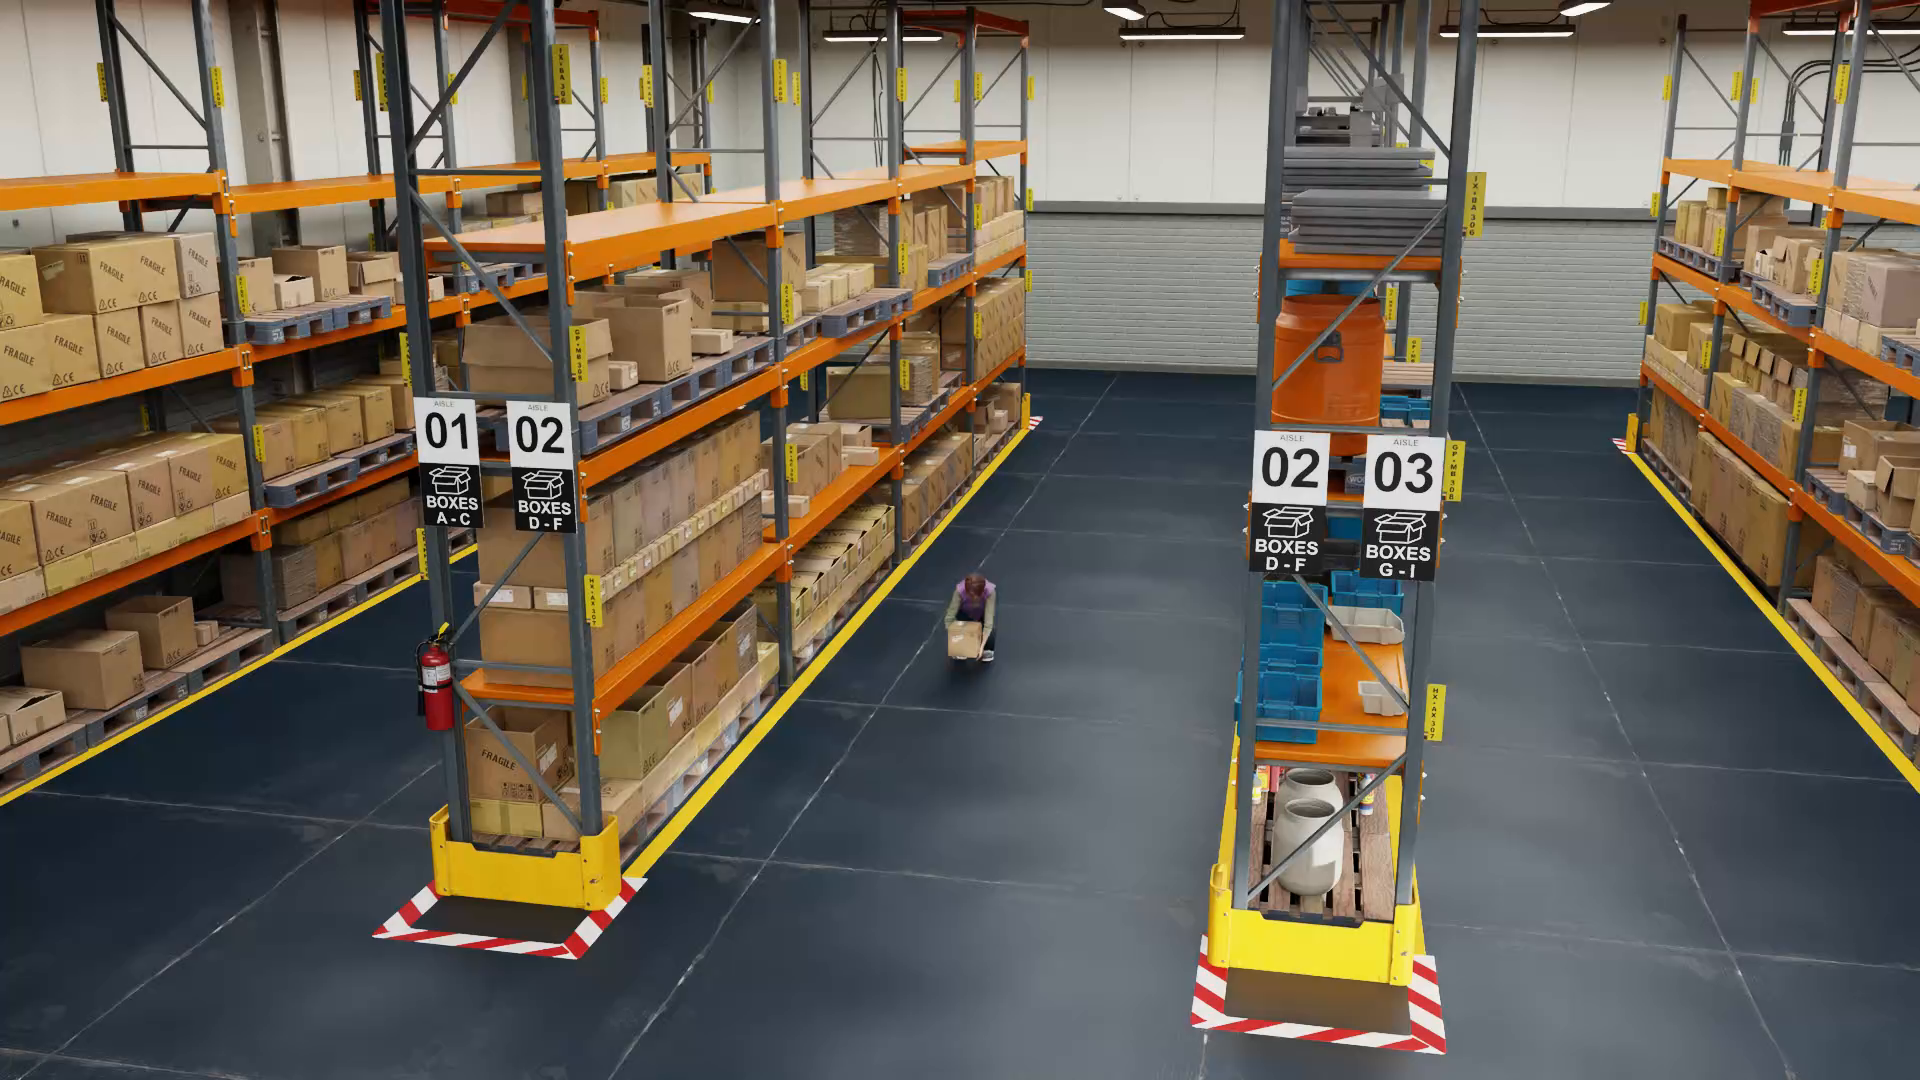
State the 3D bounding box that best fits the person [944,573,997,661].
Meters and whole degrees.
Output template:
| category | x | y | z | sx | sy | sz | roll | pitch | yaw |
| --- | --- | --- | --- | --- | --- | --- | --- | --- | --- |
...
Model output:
| category | x | y | z | sx | sy | sz | roll | pitch | yaw |
| --- | --- | --- | --- | --- | --- | --- | --- | --- | --- |
| person | 0.118 | 0.680 | 14.895 | 0.449 | 0.877 | 0.811 | 3 | 15 | 11 |
